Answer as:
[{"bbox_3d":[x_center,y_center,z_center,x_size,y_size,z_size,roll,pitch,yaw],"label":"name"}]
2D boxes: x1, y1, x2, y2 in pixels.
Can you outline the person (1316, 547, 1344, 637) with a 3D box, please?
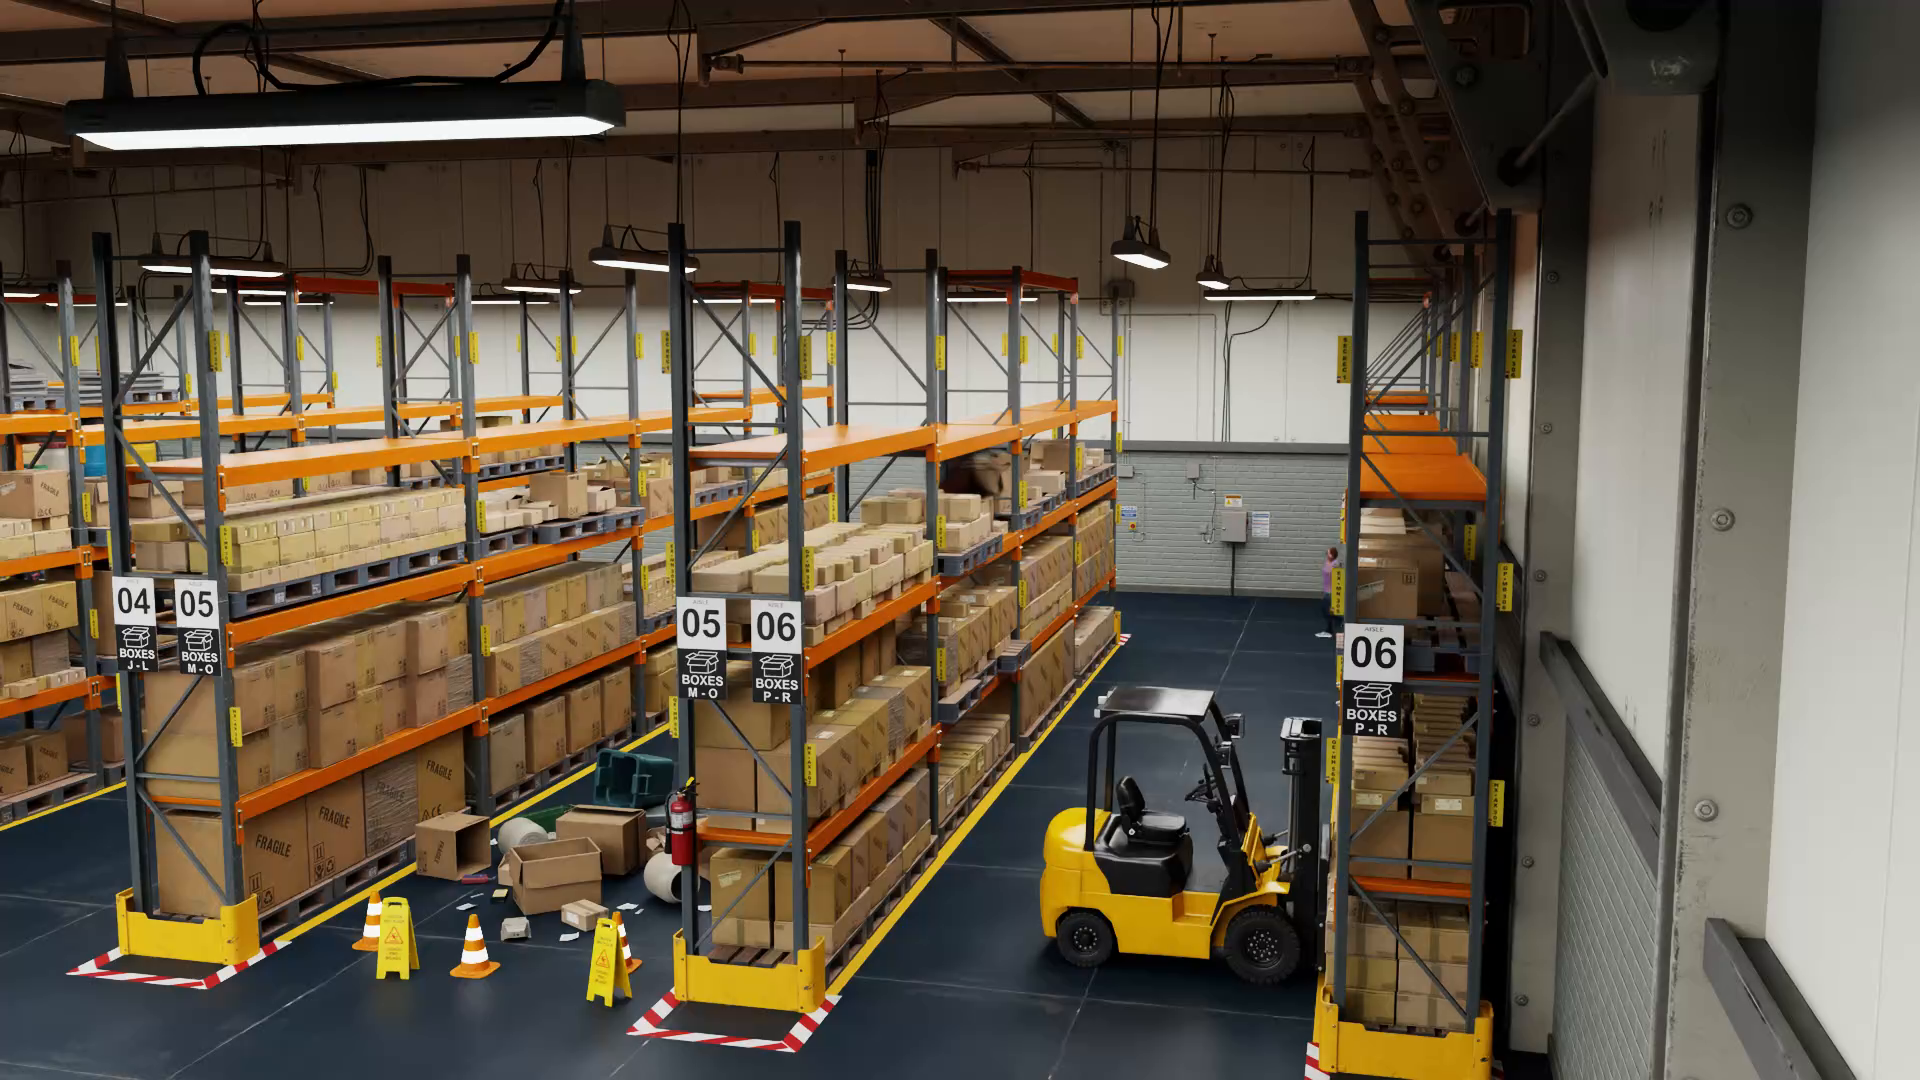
[{"bbox_3d":[6.430,0.901,28.497,0.605,1.578,0.433,2,7,14],"label":"person"}]
